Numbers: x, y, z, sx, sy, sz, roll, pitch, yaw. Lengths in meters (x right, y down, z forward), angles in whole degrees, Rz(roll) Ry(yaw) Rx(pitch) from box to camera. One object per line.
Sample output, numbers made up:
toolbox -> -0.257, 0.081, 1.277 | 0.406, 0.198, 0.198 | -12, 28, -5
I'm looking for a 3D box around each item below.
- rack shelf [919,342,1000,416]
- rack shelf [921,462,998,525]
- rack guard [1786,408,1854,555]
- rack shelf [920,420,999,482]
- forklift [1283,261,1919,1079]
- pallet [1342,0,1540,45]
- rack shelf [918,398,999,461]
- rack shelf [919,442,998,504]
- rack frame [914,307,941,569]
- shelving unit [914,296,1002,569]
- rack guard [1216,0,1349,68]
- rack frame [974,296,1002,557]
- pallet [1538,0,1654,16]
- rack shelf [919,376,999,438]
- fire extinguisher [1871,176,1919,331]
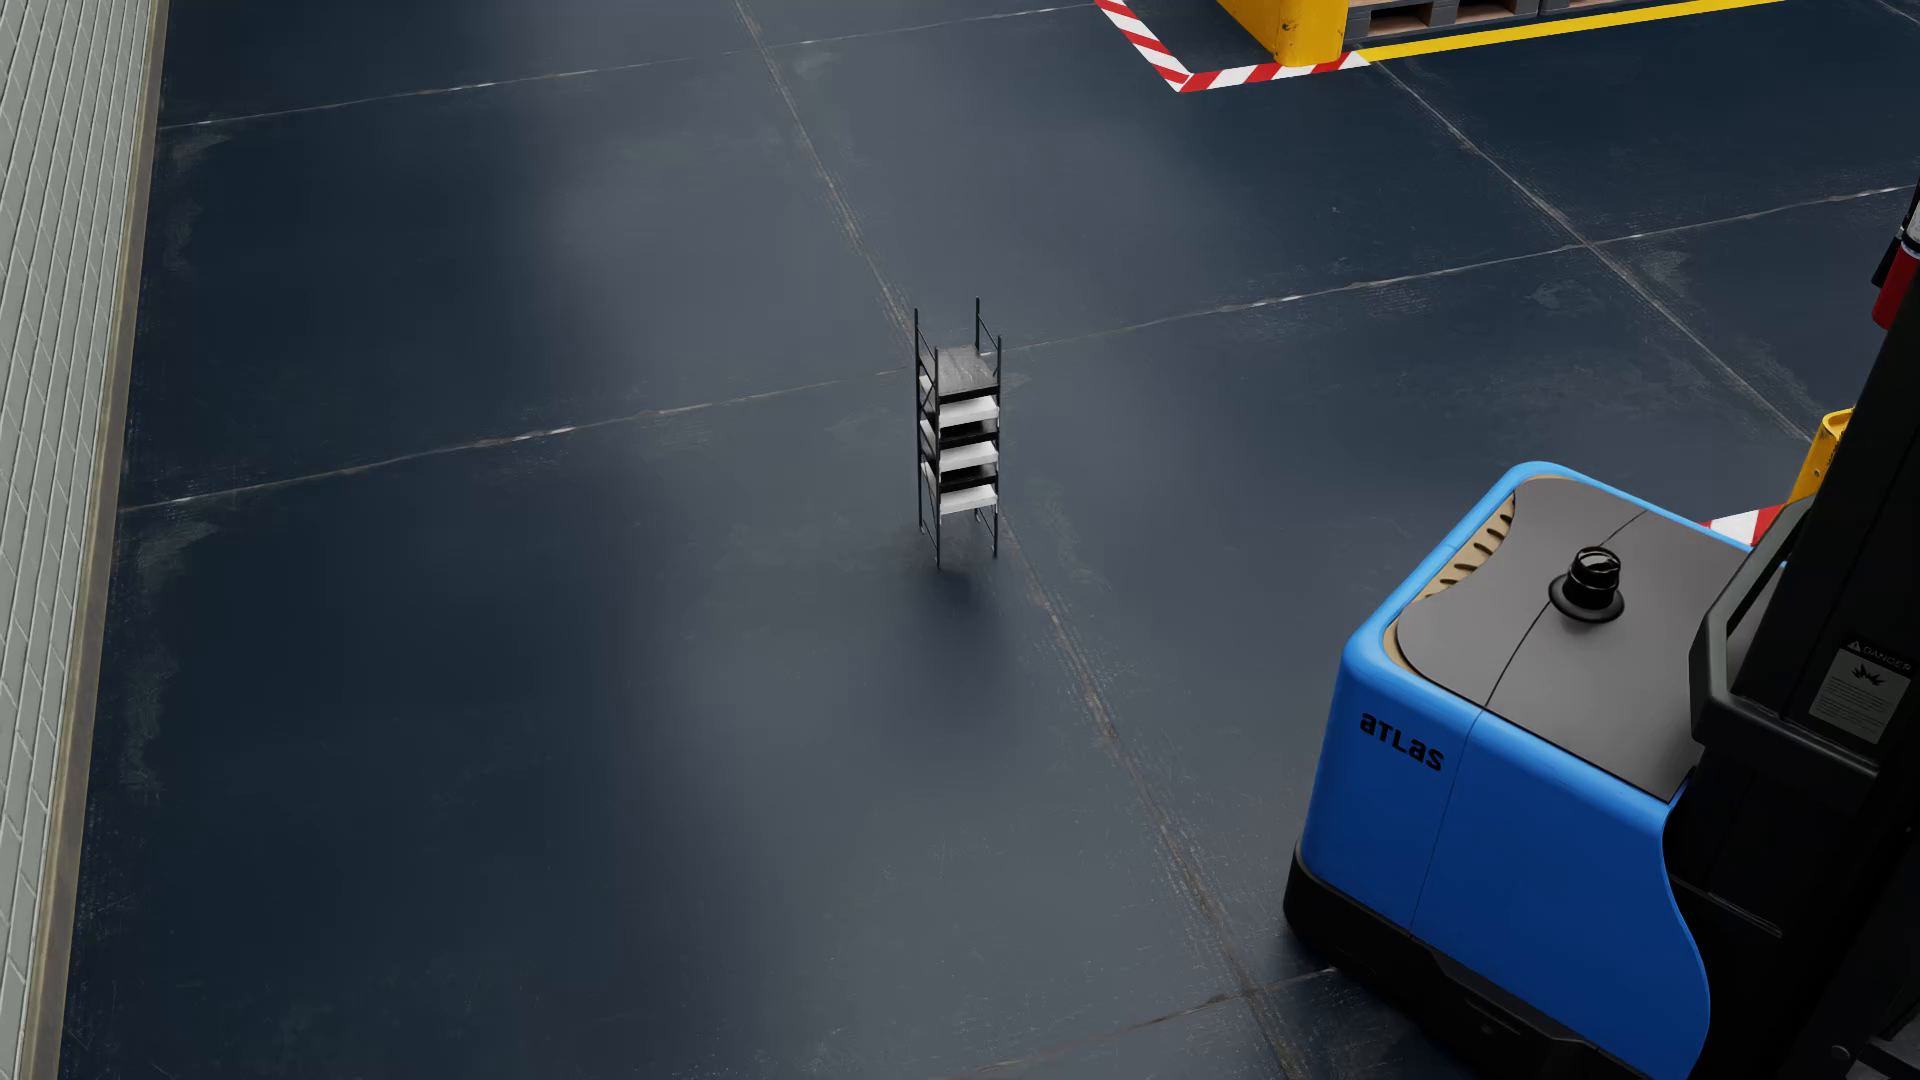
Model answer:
rack shelf -> -0.008, -0.516, 5.296 | 0.200, 0.077, 0.258 | -12, 42, -13
rack shelf -> -0.008, -0.177, 5.592 | 0.200, 0.077, 0.258 | -12, 42, -13
rack guard -> 3.139, 0.118, 5.235 | 0.348, 0.500, 1.175 | -12, 42, -13
rack shelf -> -0.008, -0.312, 5.474 | 0.200, 0.077, 0.258 | -12, 42, -13
forklift -> 2.327, 0.338, 3.135 | 3.031, 2.935, 1.130 | 29, 49, 29
pallet -> 2.410, -3.102, 9.140 | 1.213, 0.211, 1.003 | -12, 42, -13
rack shelf -> -0.008, -0.380, 5.415 | 0.200, 0.077, 0.258 | -12, 42, -13
rack shelf -> -0.008, -0.244, 5.533 | 0.200, 0.077, 0.258 | -12, 42, -13
rack frame -> -0.105, -0.317, 5.429 | 0.006, 0.900, 0.240 | -12, 42, -13
shelving unit -> -0.008, -0.337, 5.452 | 0.210, 0.900, 0.258 | -12, 42, -13
rack guard -> 1.648, -2.998, 8.802 | 0.348, 0.500, 1.175 | -12, 42, -13
rack frame -> 0.089, -0.357, 5.475 | 0.006, 0.900, 0.240 | -12, 42, -13
pallet -> 3.571, -3.340, 9.413 | 1.213, 0.211, 1.003 | -12, 42, -13
rack shelf -> -0.008, -0.448, 5.356 | 0.200, 0.077, 0.258 | -12, 42, -13
fire extinguisher -> 2.878, -0.922, 4.868 | 0.183, 0.674, 0.296 | -12, 42, -13
